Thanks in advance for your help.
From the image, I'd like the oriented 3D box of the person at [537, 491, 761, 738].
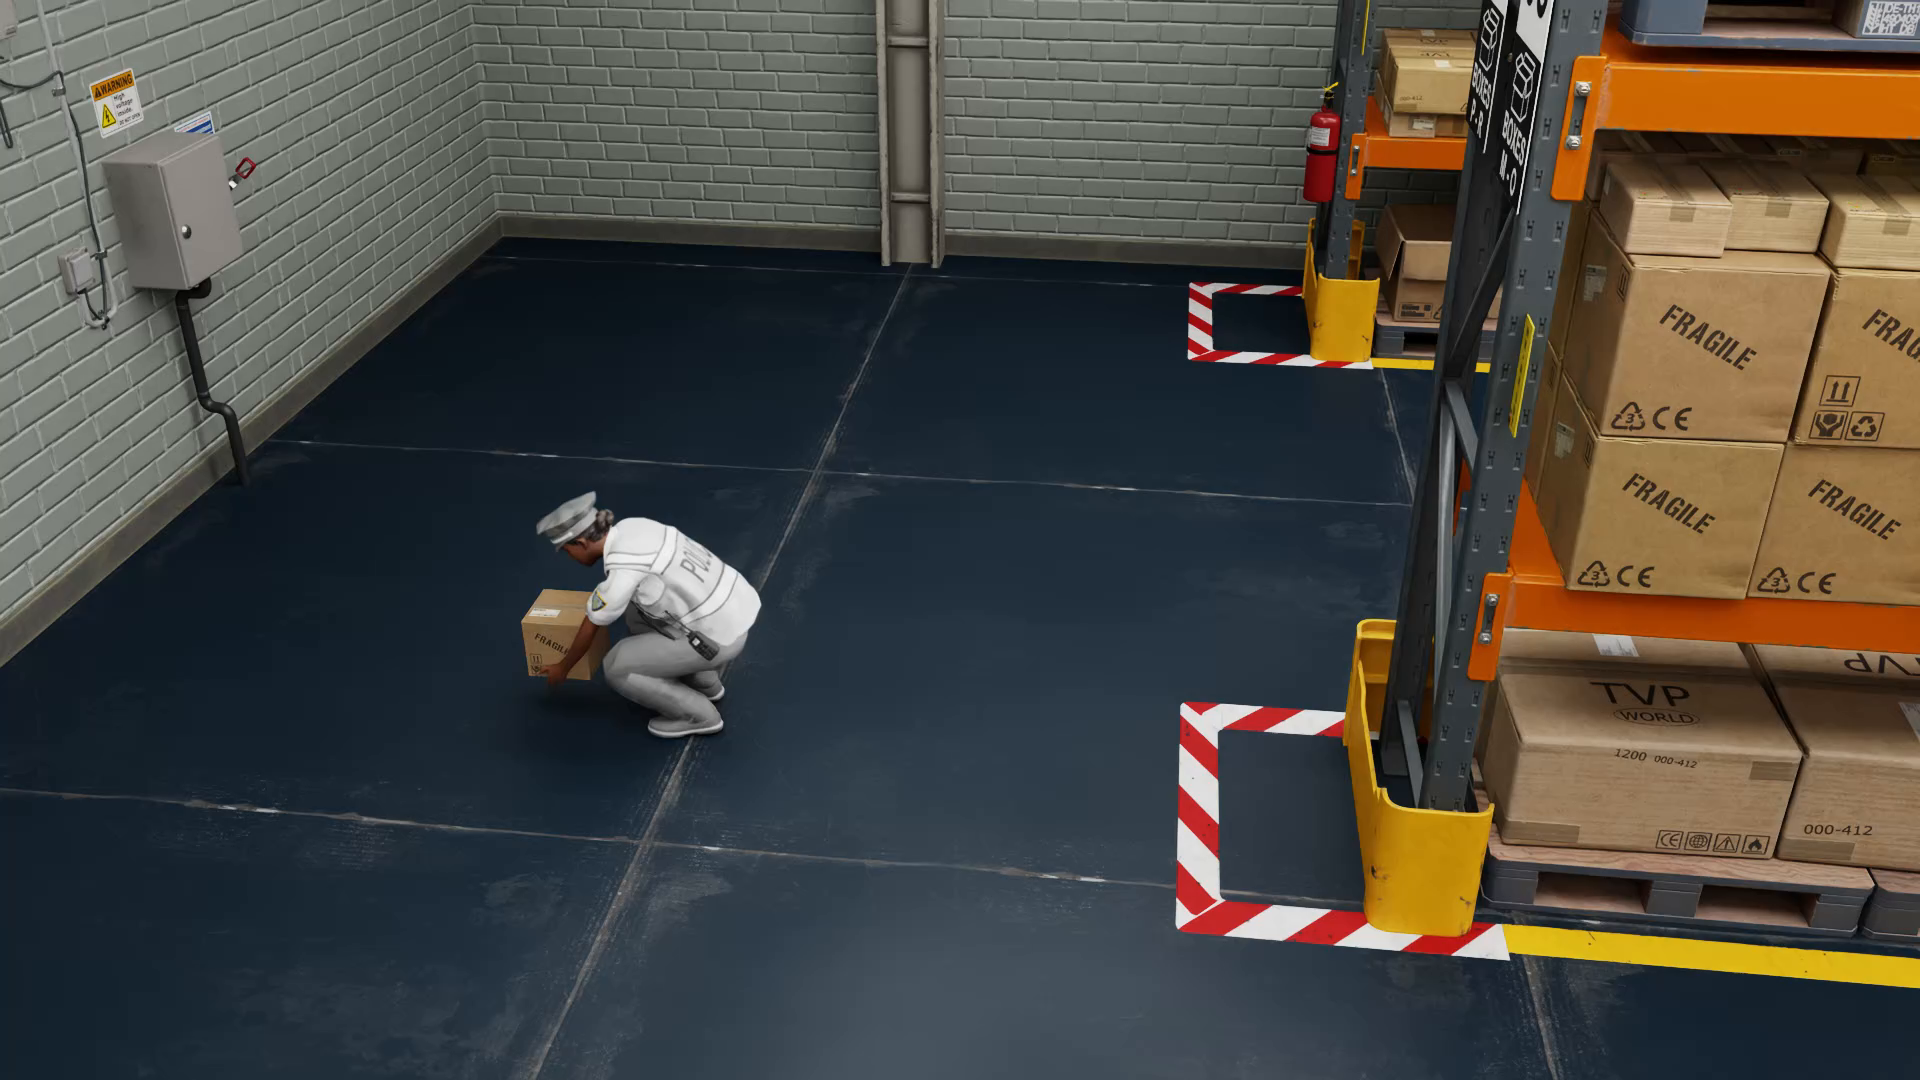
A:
[{"bbox_3d":[-1.202,0.262,6.384,0.854,0.972,0.458,3,29,5],"label":"person"}]
